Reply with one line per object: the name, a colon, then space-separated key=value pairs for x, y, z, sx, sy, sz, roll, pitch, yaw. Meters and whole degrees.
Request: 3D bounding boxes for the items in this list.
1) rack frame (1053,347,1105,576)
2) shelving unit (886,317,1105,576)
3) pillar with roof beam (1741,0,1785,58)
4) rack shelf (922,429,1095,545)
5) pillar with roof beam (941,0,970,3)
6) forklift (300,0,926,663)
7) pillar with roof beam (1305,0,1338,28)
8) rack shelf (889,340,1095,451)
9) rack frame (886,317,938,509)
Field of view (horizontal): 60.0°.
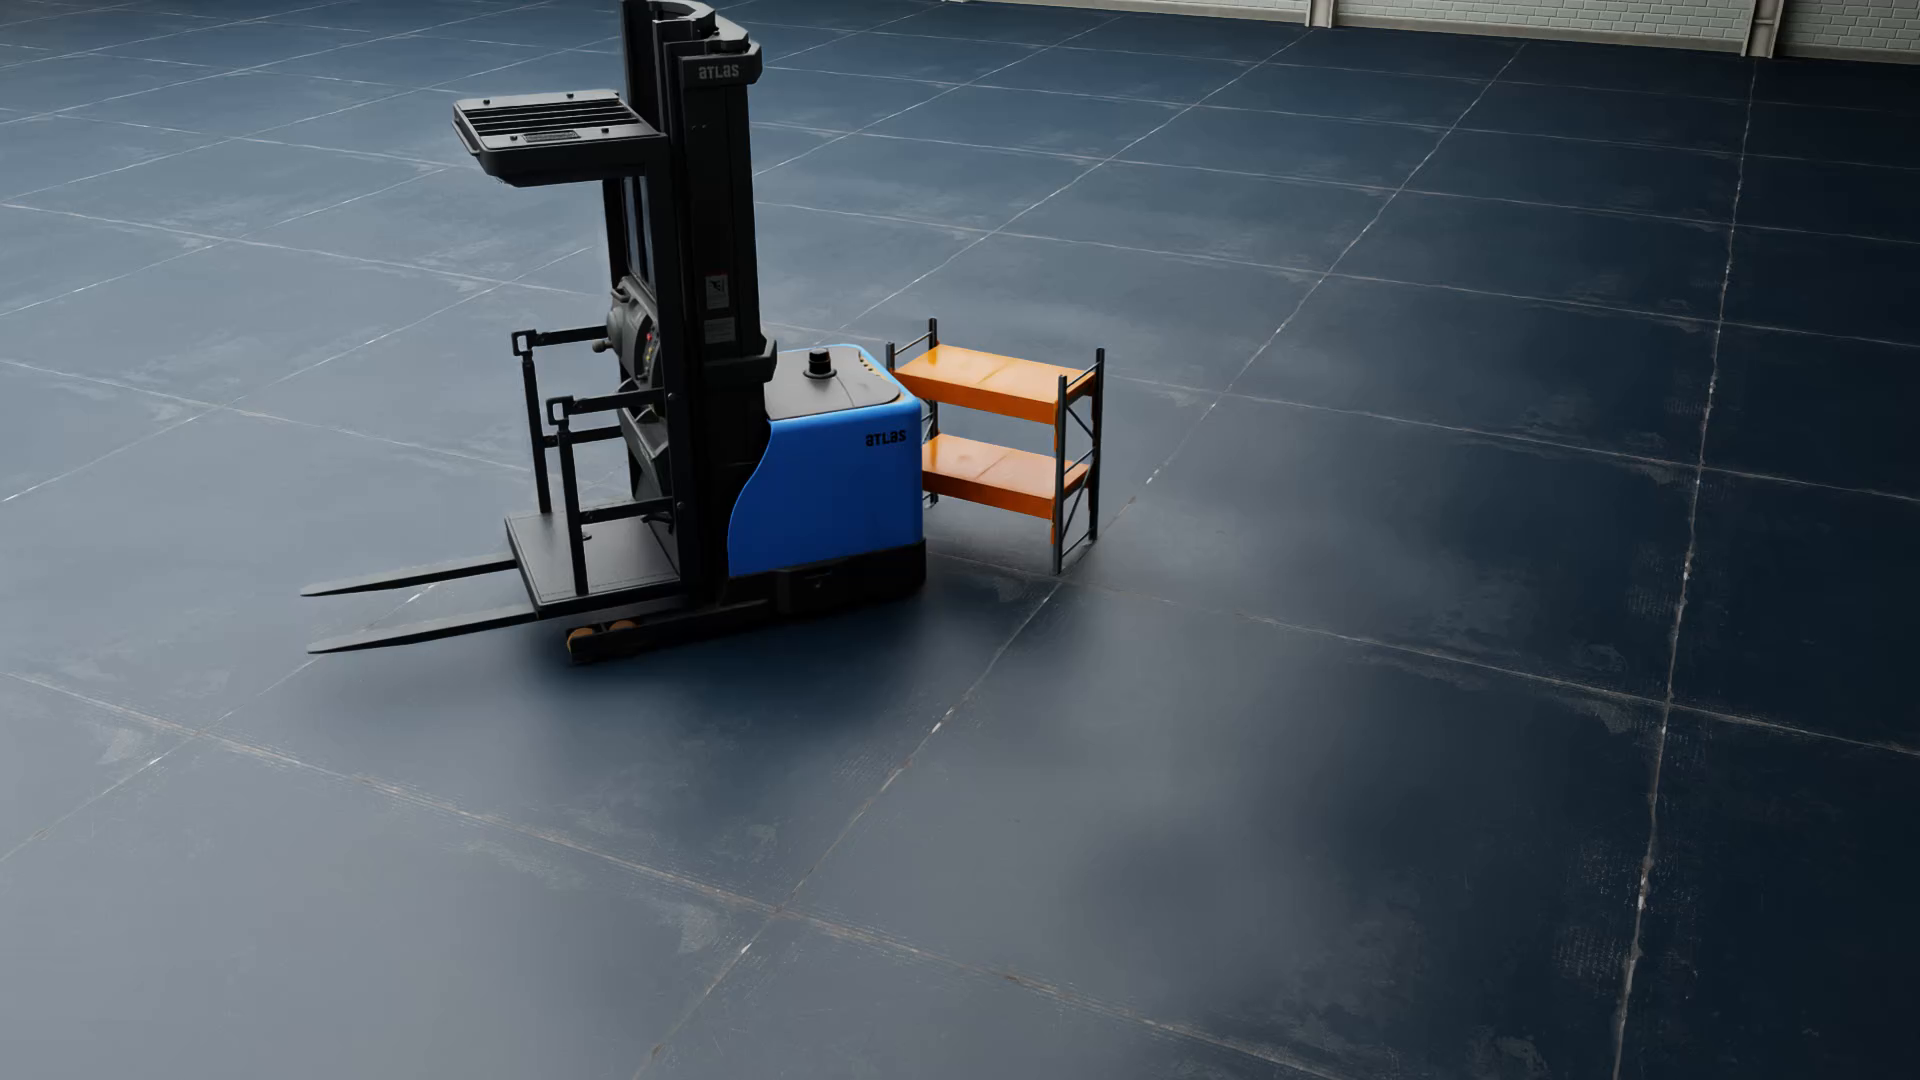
rack frame: x=0.629 y=-0.415 z=8.819 sx=0.032 sy=1.125 sz=0.500 roll=14 pitch=29 yaw=26
shelving unit: x=0.184 y=-0.523 z=9.039 sx=1.048 sy=1.125 sz=0.538 roll=14 pitch=29 yaw=26
pillar with roof beam: x=9.079 y=-8.913 z=17.166 sx=0.400 sy=9.000 sz=9.100 roll=11 pitch=28 yaw=22
rack shelf: x=0.184 y=-0.304 z=9.147 sx=1.000 sy=0.278 sz=0.538 roll=14 pitch=29 yaw=26
pillar with roof beam: x=-1.844 y=-11.107 z=21.622 sx=0.400 sy=9.000 sz=9.100 roll=11 pitch=28 yaw=22
forklift: x=-1.745 y=-0.986 z=7.934 sx=3.031 sy=2.935 sz=1.130 roll=-10 pitch=28 yaw=-20
pillar with roof beam: x=3.618 y=-10.010 z=19.394 sx=0.400 sy=9.000 sz=9.100 roll=11 pitch=28 yaw=22
rack shelf: x=0.184 y=-0.786 z=8.910 sx=1.000 sy=0.278 sz=0.538 roll=14 pitch=29 yaw=26
rack frame: x=-0.261 y=-0.632 z=9.260 sx=0.032 sy=1.125 sz=0.500 roll=14 pitch=29 yaw=26
